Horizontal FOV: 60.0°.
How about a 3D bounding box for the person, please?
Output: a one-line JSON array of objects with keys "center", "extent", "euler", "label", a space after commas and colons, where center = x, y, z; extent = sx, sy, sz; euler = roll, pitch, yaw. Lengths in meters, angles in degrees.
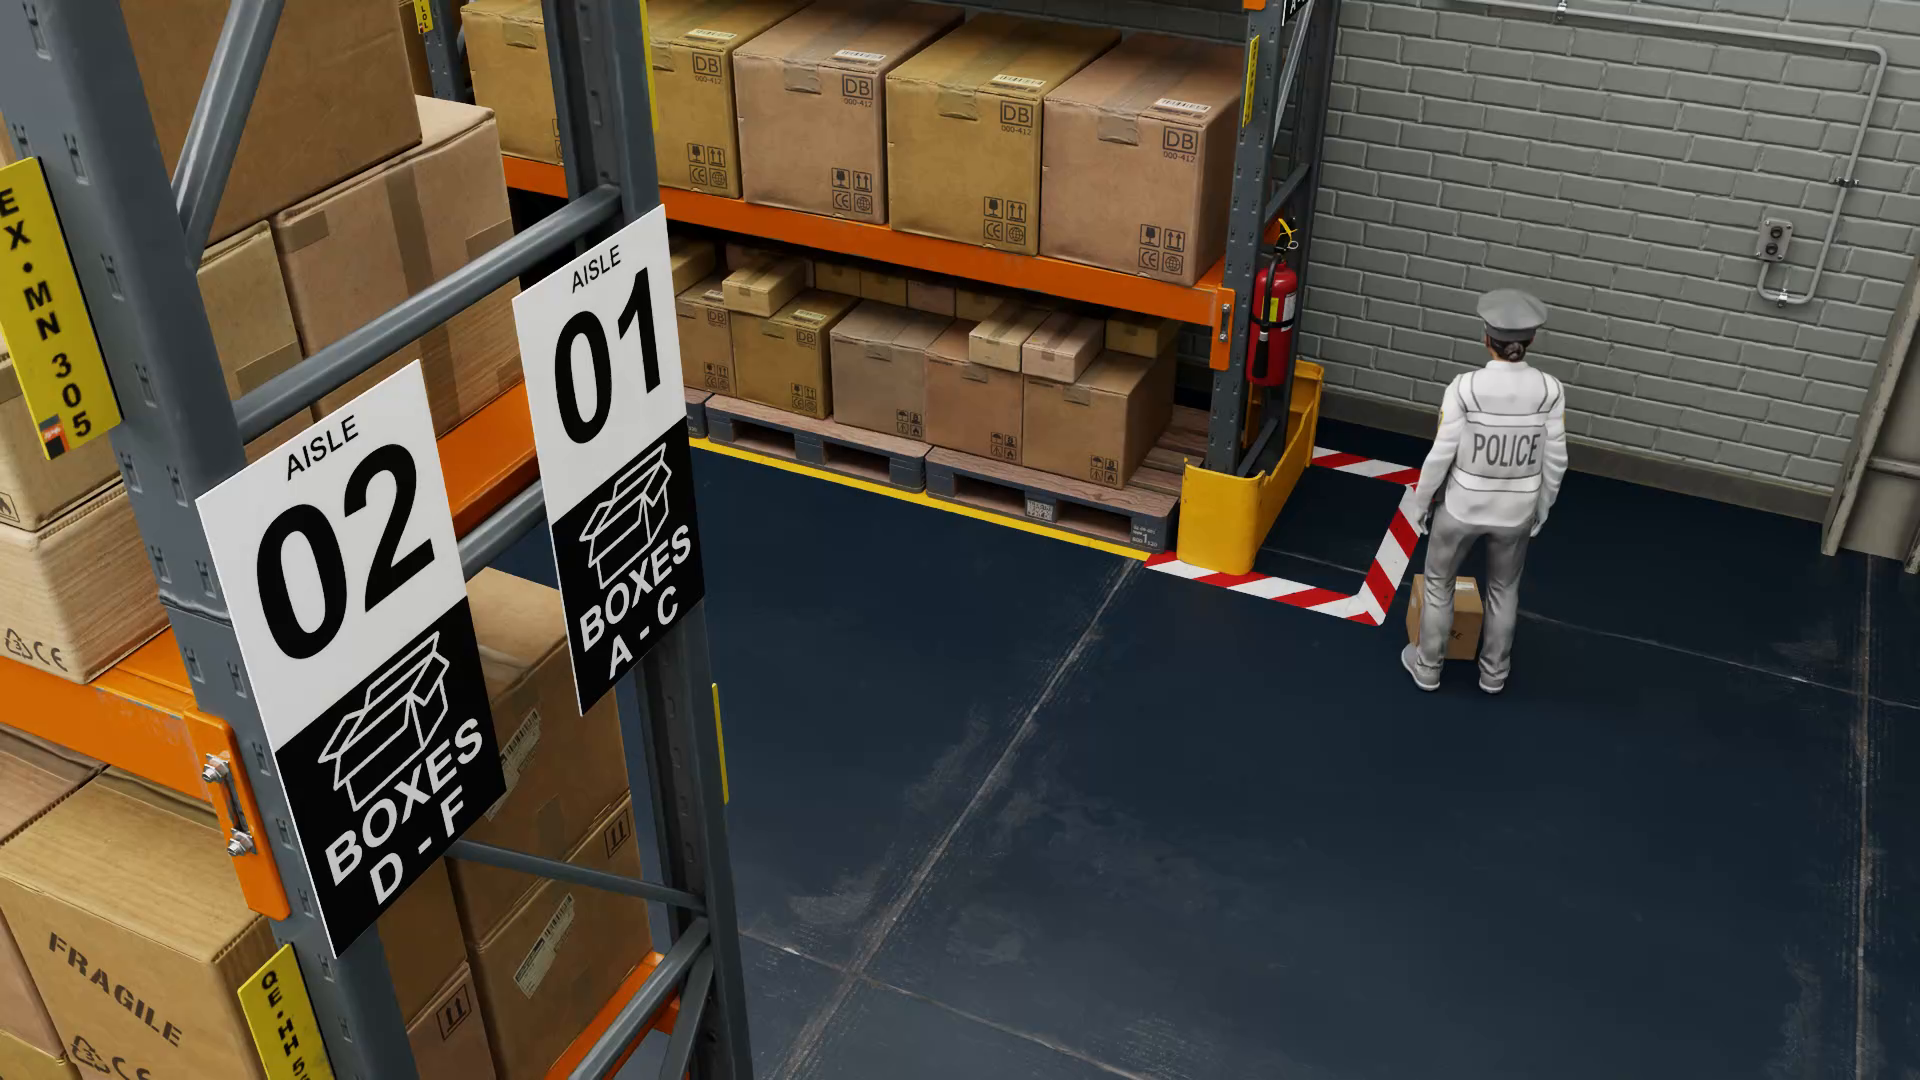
[{"center": [1.993, -0.131, 6.334], "extent": [0.533, 1.662, 0.374], "euler": [2, 34, 3], "label": "person"}]
